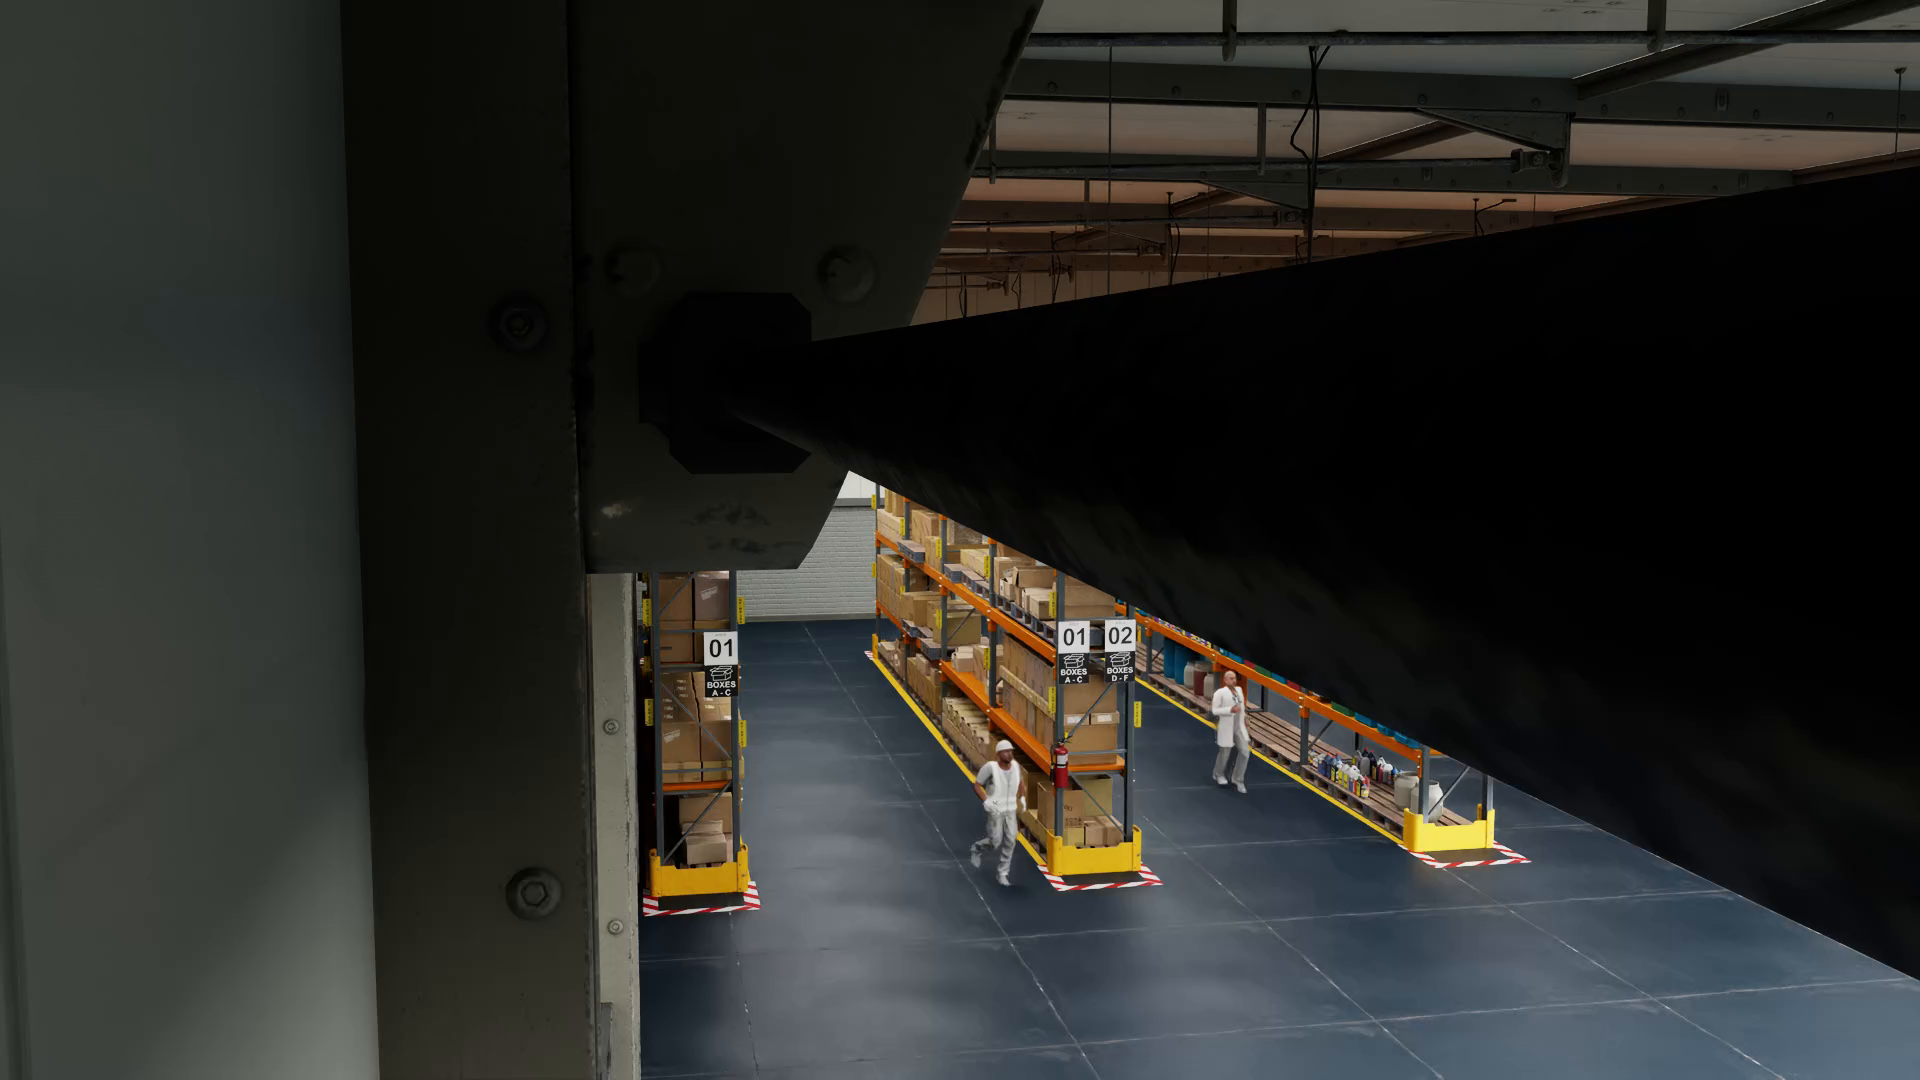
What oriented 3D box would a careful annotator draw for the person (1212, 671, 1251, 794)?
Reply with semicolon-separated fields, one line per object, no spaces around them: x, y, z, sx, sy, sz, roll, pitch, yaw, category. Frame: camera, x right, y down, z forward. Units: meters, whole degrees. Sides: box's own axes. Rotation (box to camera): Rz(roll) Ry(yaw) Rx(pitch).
4.080;2.886;25.016;0.685;1.844;0.794;-2;6;-21;person

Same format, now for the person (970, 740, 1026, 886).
0.503;3.359;20.701;0.725;1.781;0.712;-4;7;-32;person
